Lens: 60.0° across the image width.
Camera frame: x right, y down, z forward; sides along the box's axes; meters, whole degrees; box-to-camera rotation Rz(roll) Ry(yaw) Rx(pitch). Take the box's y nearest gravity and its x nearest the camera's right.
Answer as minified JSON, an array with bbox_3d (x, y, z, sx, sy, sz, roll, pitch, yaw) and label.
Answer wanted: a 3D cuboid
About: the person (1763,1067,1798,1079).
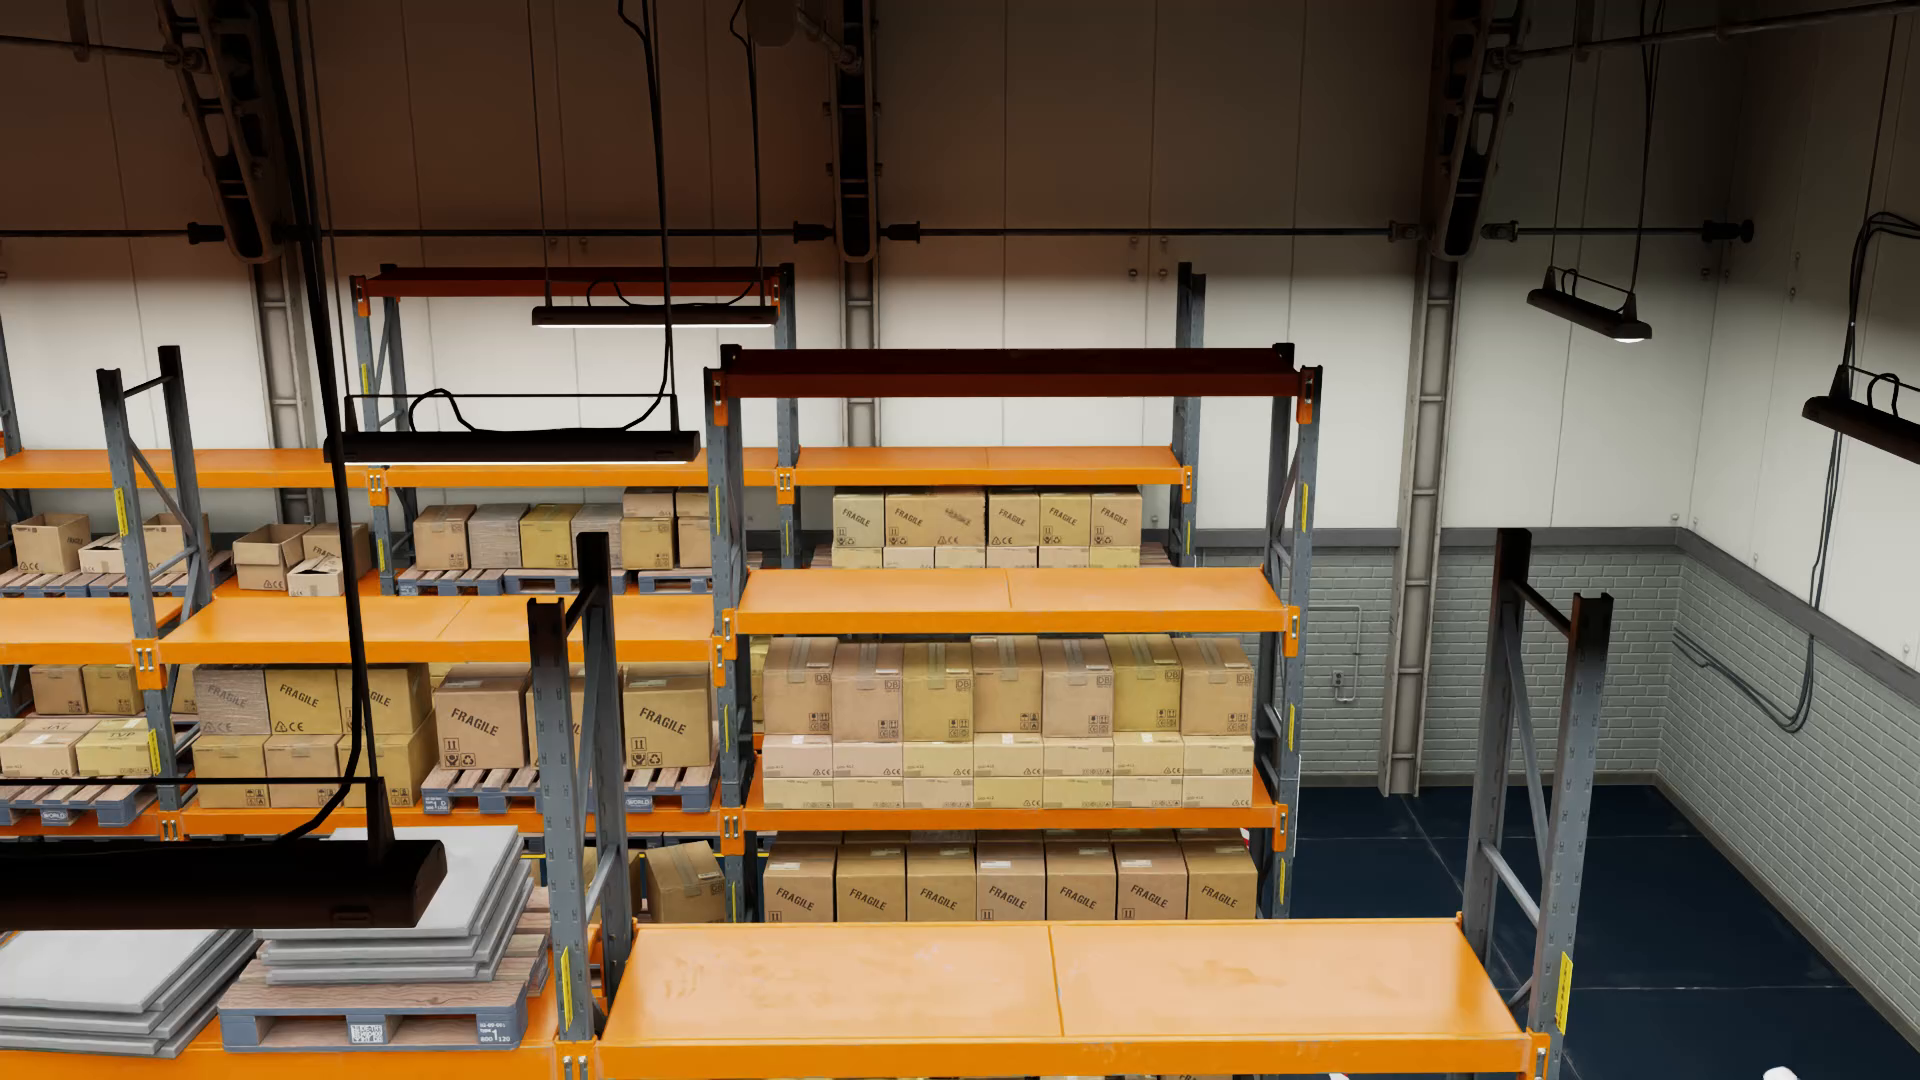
[{"bbox_3d":[5.383,4.246,10.984,0.529,1.663,0.994,14,21,40],"label":"person"}]
